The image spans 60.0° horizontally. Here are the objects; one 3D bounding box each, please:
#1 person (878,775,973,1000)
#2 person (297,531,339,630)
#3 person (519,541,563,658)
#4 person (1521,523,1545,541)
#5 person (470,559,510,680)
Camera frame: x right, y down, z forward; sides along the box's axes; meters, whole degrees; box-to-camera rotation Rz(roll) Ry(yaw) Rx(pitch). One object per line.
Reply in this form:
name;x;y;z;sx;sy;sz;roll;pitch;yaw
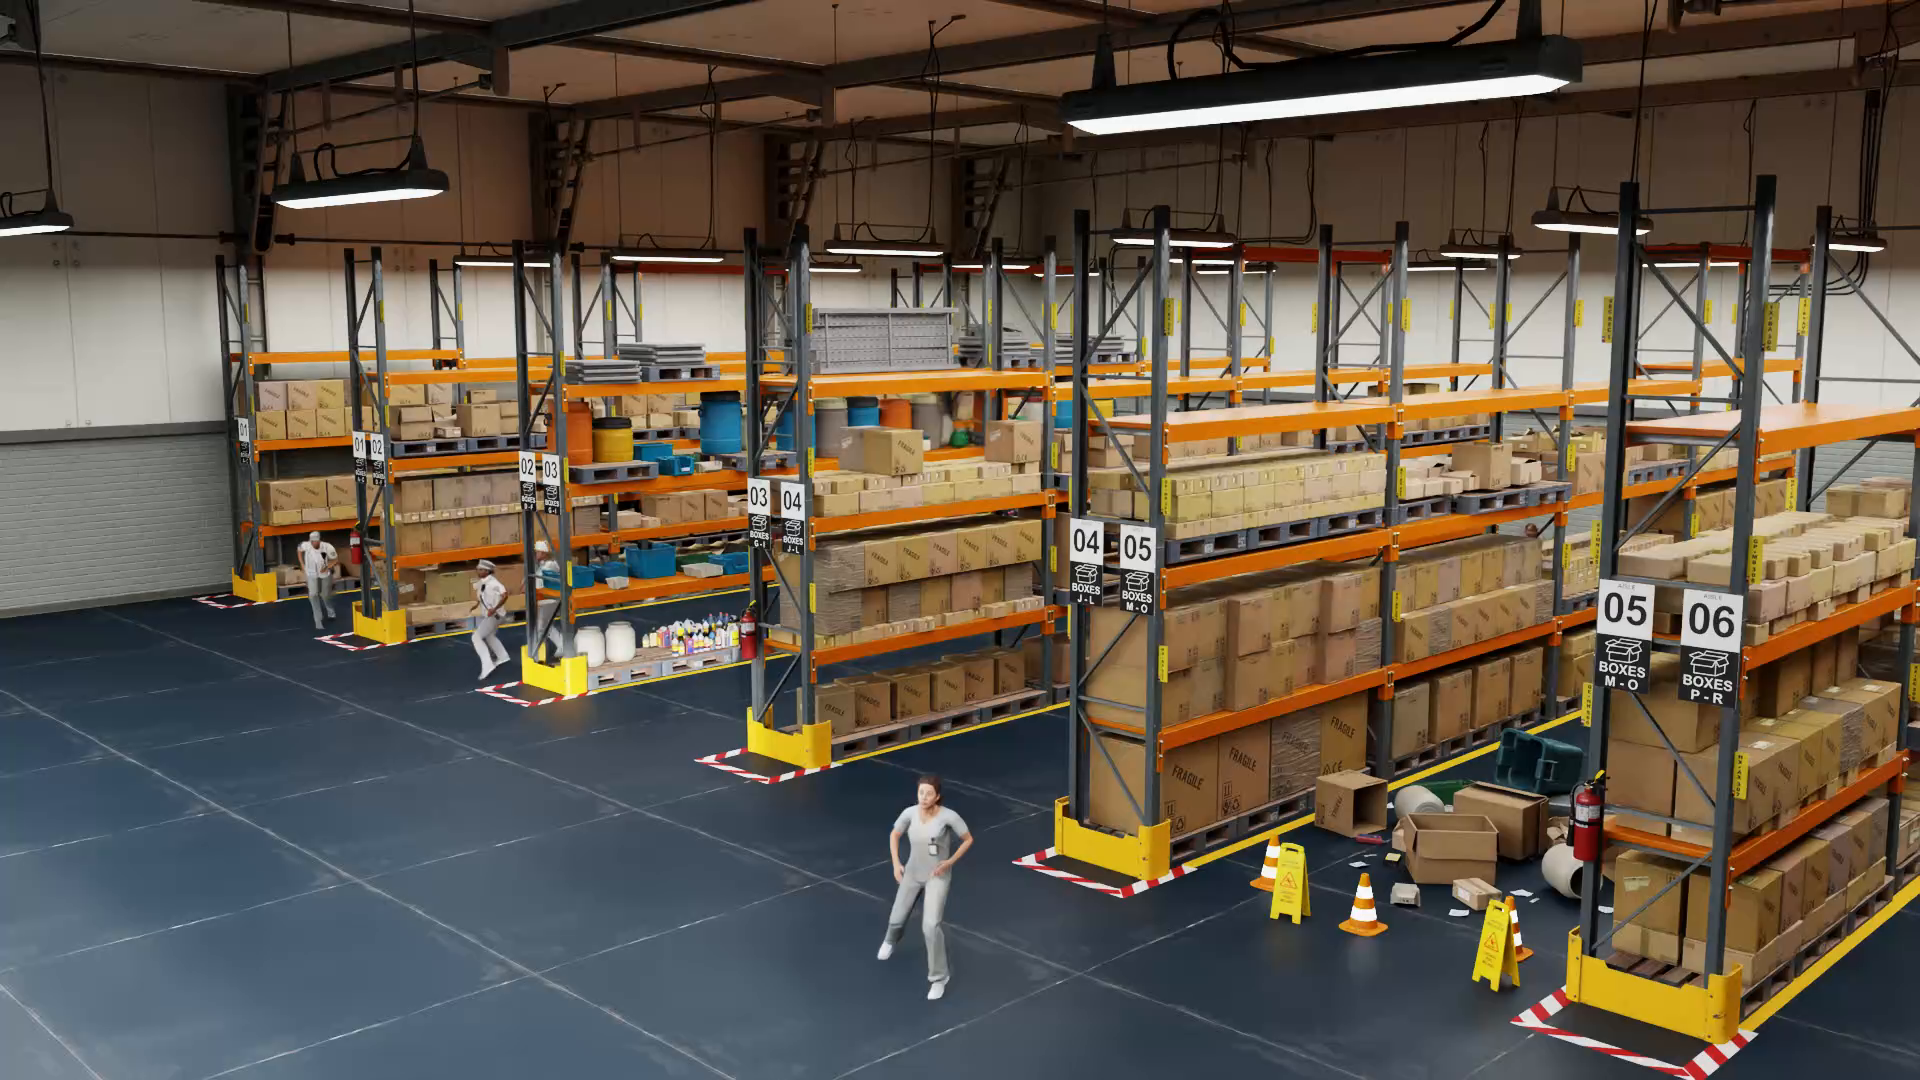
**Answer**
person;-0.296;2.614;12.719;0.797;1.616;0.718;2;8;14
person;-10.322;0.622;26.841;0.648;1.622;1.037;-1;8;-9
person;-5.962;0.911;23.834;0.641;1.812;0.913;5;10;31
person;9.719;0.442;28.214;0.539;1.545;0.809;4;9;27
person;-6.583;1.070;23.335;0.693;1.675;0.769;-6;10;-35
